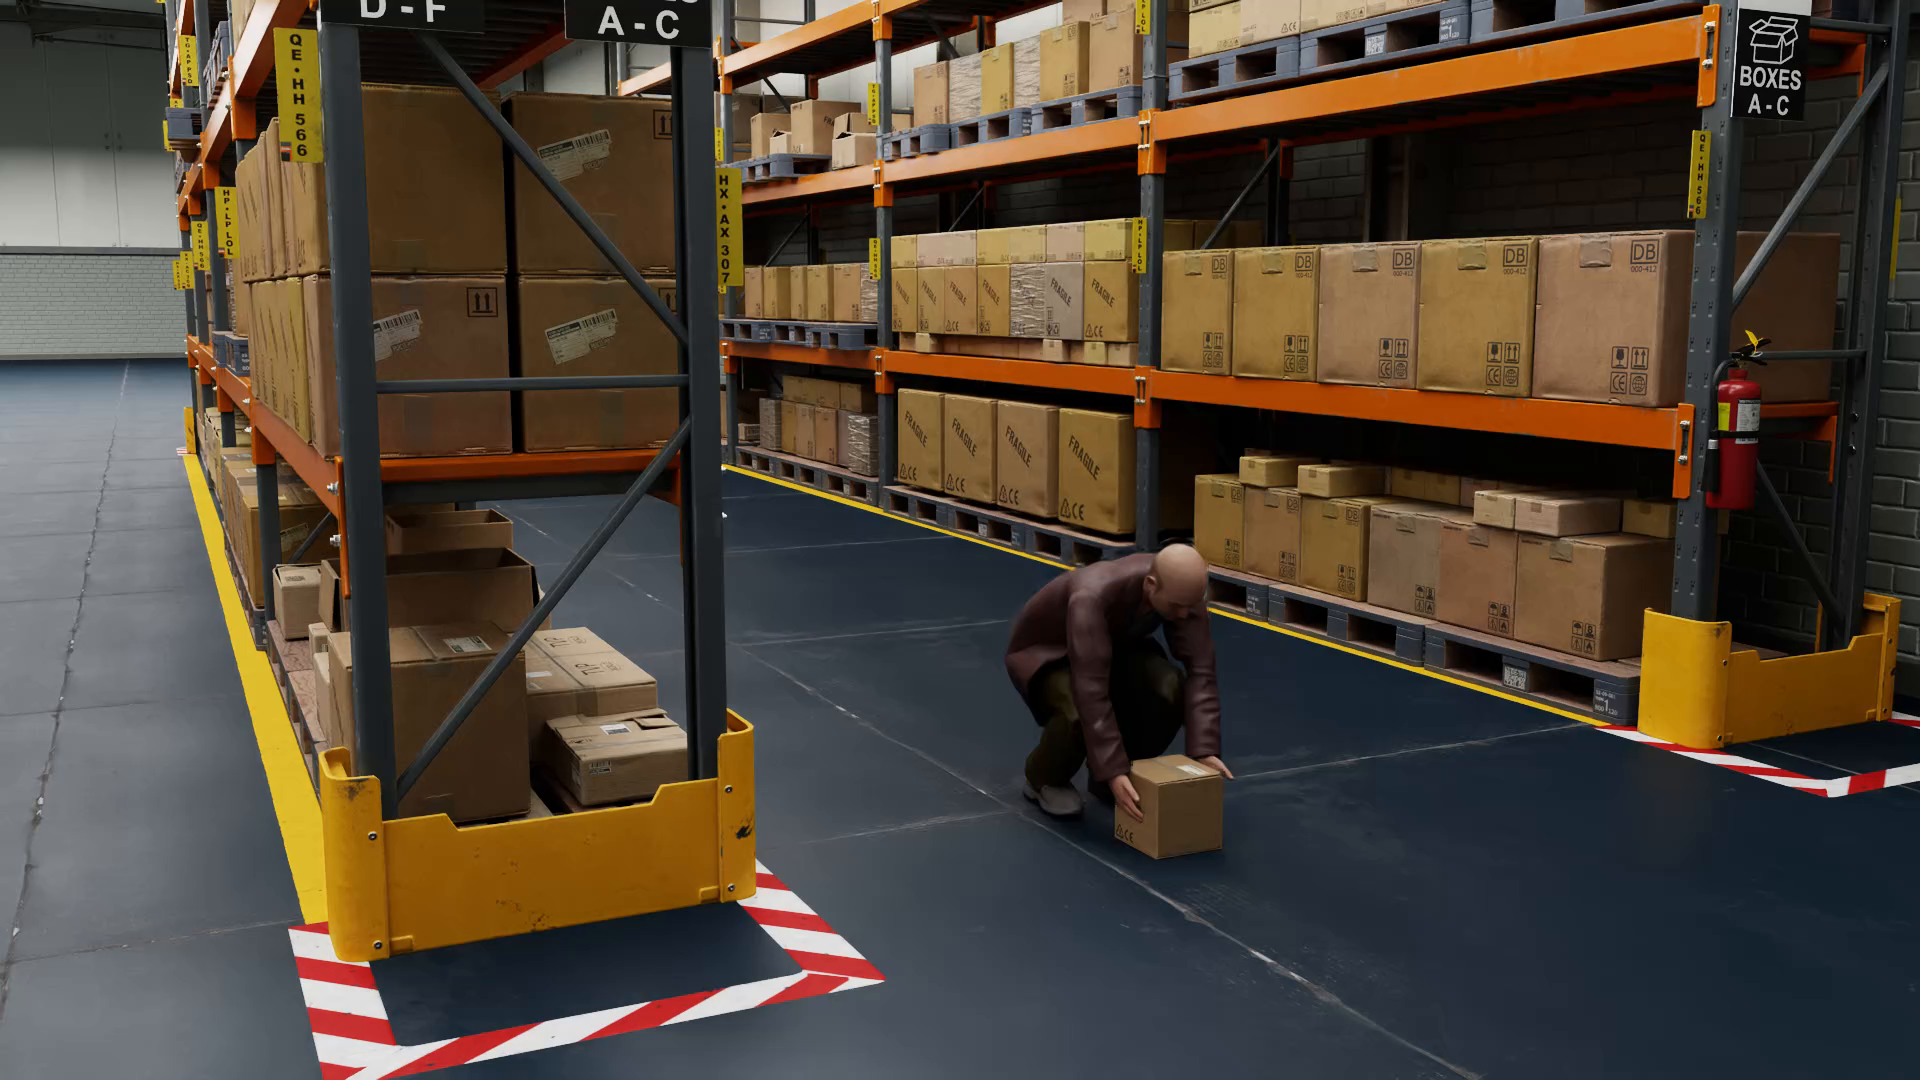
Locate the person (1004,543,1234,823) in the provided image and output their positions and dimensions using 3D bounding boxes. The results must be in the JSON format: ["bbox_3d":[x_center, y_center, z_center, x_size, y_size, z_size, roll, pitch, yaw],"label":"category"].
[{"bbox_3d":[0.517,0.453,5.615,0.609,0.961,0.900,-4,9,-26],"label":"person"}]
